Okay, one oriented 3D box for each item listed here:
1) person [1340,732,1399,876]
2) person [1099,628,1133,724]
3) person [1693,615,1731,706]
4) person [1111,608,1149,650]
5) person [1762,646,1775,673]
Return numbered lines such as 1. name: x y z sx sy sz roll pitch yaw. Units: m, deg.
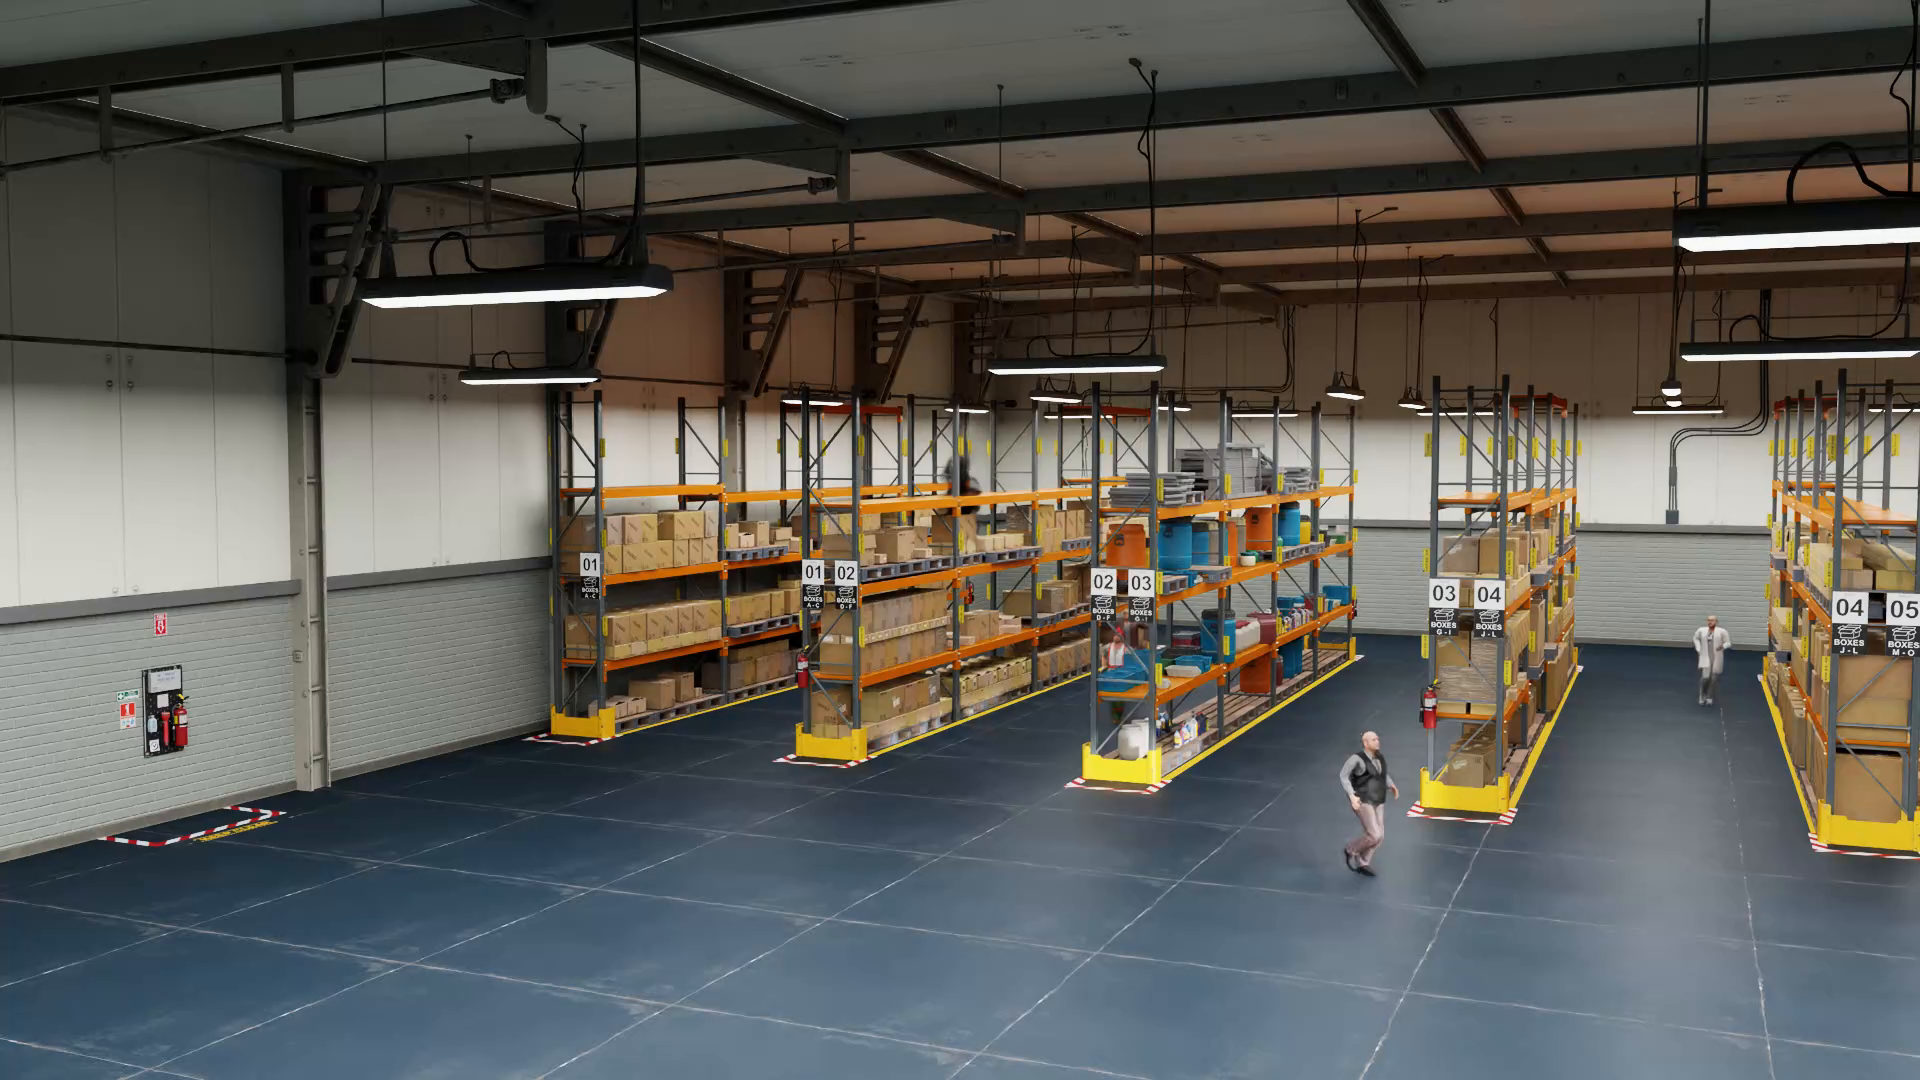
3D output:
1. person: 4.814 3.084 19.448 0.672 1.689 0.571 -2 4 -36
2. person: 2.856 2.467 30.223 0.660 1.737 0.596 1 3 18
3. person: 14.578 2.345 32.255 0.677 1.777 0.731 1 3 25
4. person: 3.426 2.268 33.546 0.730 1.826 0.970 1 3 21
5. person: 18.132 2.204 36.549 0.889 1.539 0.611 1 3 19
